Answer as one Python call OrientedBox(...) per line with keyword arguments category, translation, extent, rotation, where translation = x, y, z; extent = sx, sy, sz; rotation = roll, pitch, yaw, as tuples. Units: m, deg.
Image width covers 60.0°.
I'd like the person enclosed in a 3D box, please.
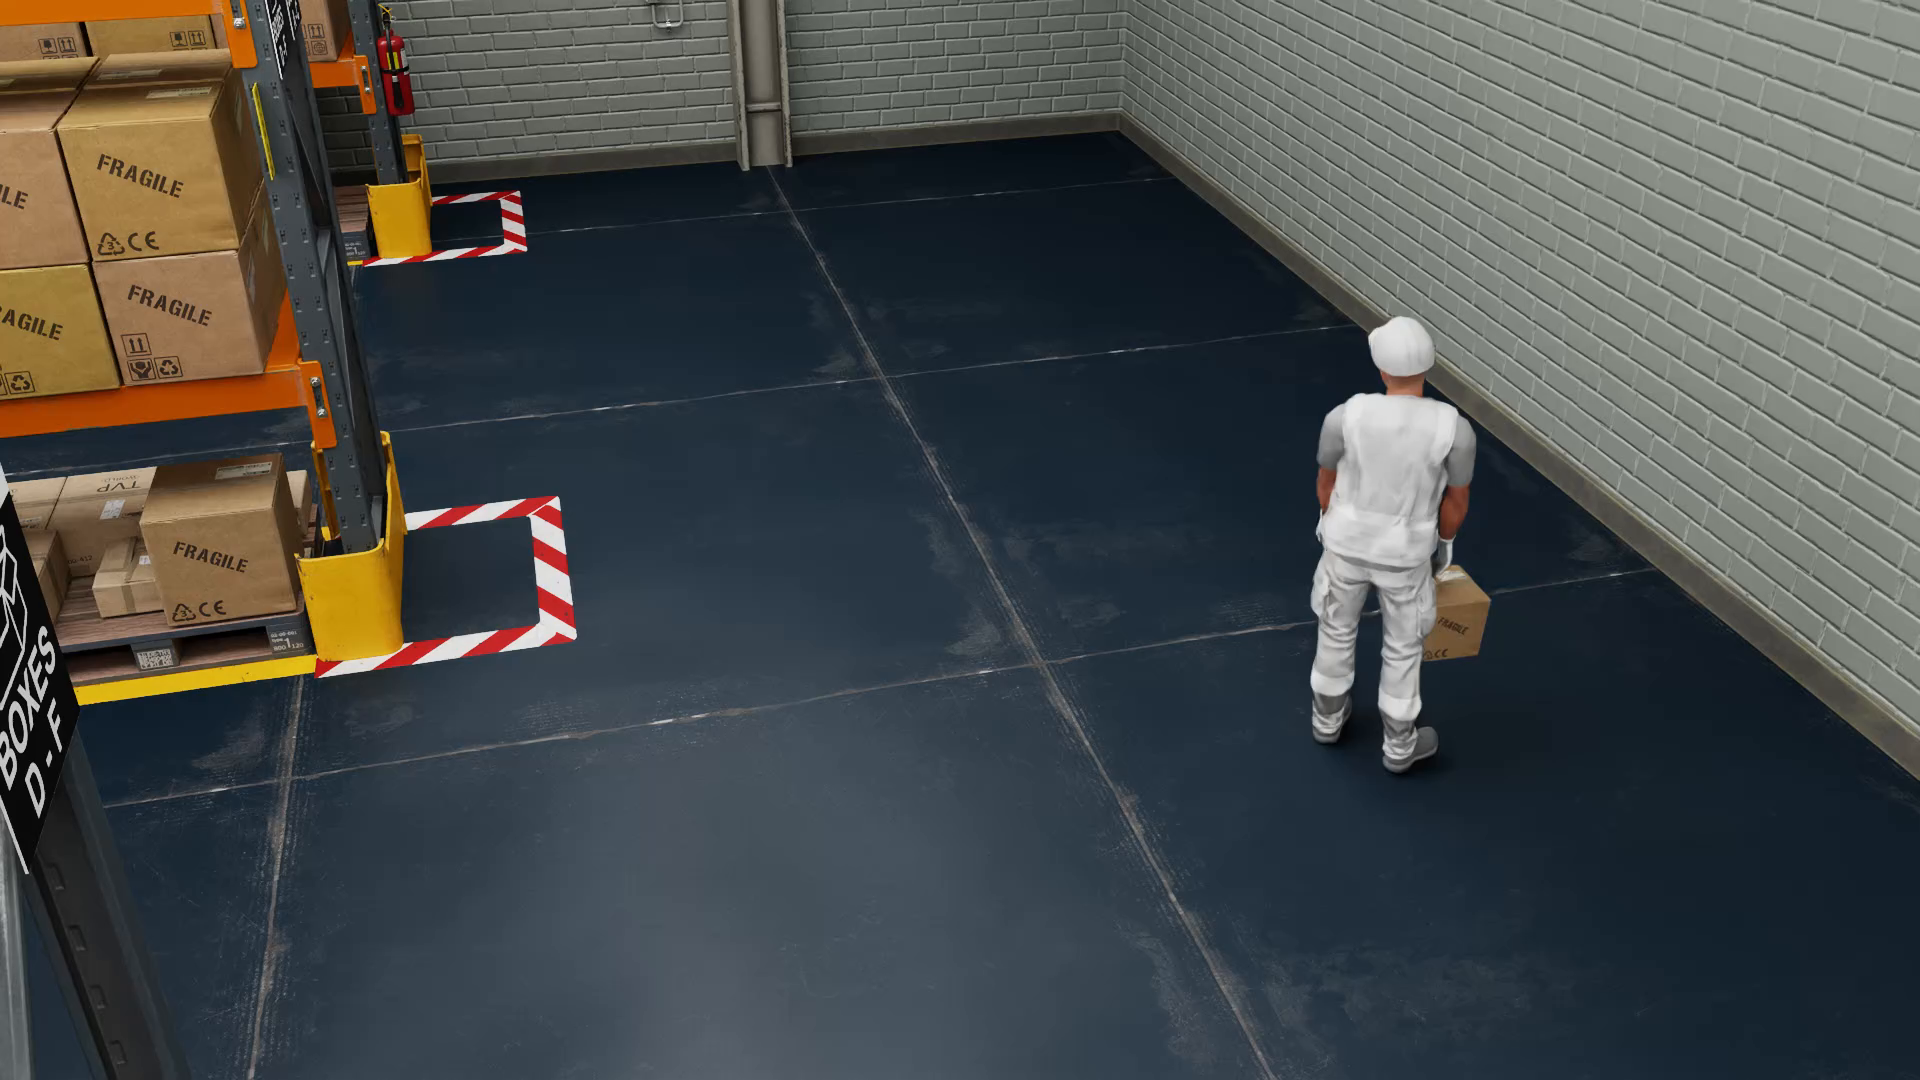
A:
OrientedBox(category="person", translation=(1.561, 0.010, 6.039), extent=(0.578, 1.797, 0.465), rotation=(9, 31, 16))
